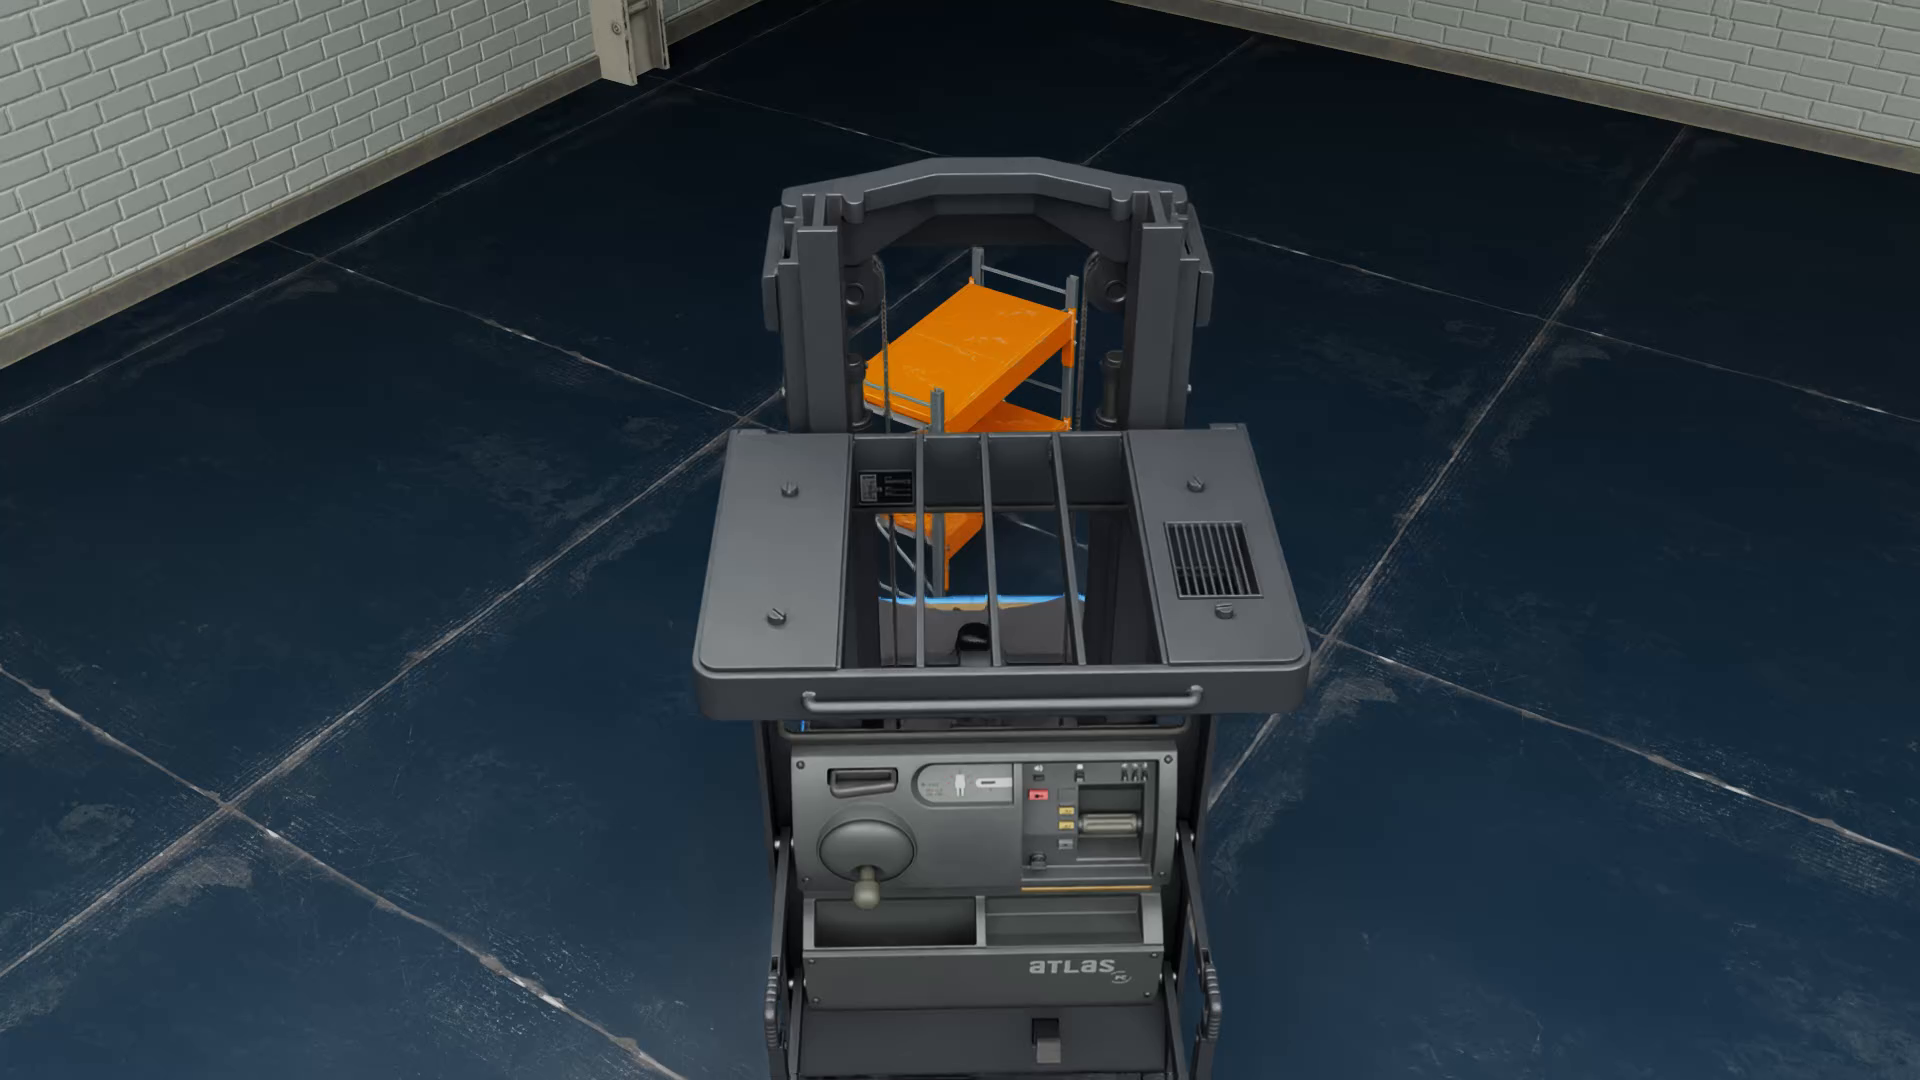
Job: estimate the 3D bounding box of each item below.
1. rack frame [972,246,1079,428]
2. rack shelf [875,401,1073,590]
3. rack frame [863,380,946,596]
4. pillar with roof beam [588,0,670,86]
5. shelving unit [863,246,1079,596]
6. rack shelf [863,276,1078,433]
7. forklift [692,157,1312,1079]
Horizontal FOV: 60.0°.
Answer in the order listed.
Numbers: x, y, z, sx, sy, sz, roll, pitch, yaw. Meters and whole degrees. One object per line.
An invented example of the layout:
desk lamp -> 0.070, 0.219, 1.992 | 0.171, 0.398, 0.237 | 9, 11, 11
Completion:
rack frame -> 0.269, -0.704, 7.242 | 0.500, 1.125, 0.032 | 21, 42, 25
rack shelf -> -0.004, -0.248, 7.051 | 0.538, 0.278, 1.000 | 21, 42, 25
rack frame -> -0.276, -0.180, 6.562 | 0.500, 1.125, 0.032 | 21, 42, 25
pillar with roof beam -> 1.400, -5.372, 6.849 | 9.100, 9.000, 0.400 | 21, 42, 25
shelving unit -> -0.004, -0.442, 6.902 | 0.538, 1.125, 1.048 | 21, 42, 25
rack shelf -> -0.004, -0.674, 6.723 | 0.538, 0.278, 1.000 | 21, 42, 25
forklift -> 0.066, 0.760, 3.863 | 1.130, 2.935, 3.031 | -1, 38, -1
